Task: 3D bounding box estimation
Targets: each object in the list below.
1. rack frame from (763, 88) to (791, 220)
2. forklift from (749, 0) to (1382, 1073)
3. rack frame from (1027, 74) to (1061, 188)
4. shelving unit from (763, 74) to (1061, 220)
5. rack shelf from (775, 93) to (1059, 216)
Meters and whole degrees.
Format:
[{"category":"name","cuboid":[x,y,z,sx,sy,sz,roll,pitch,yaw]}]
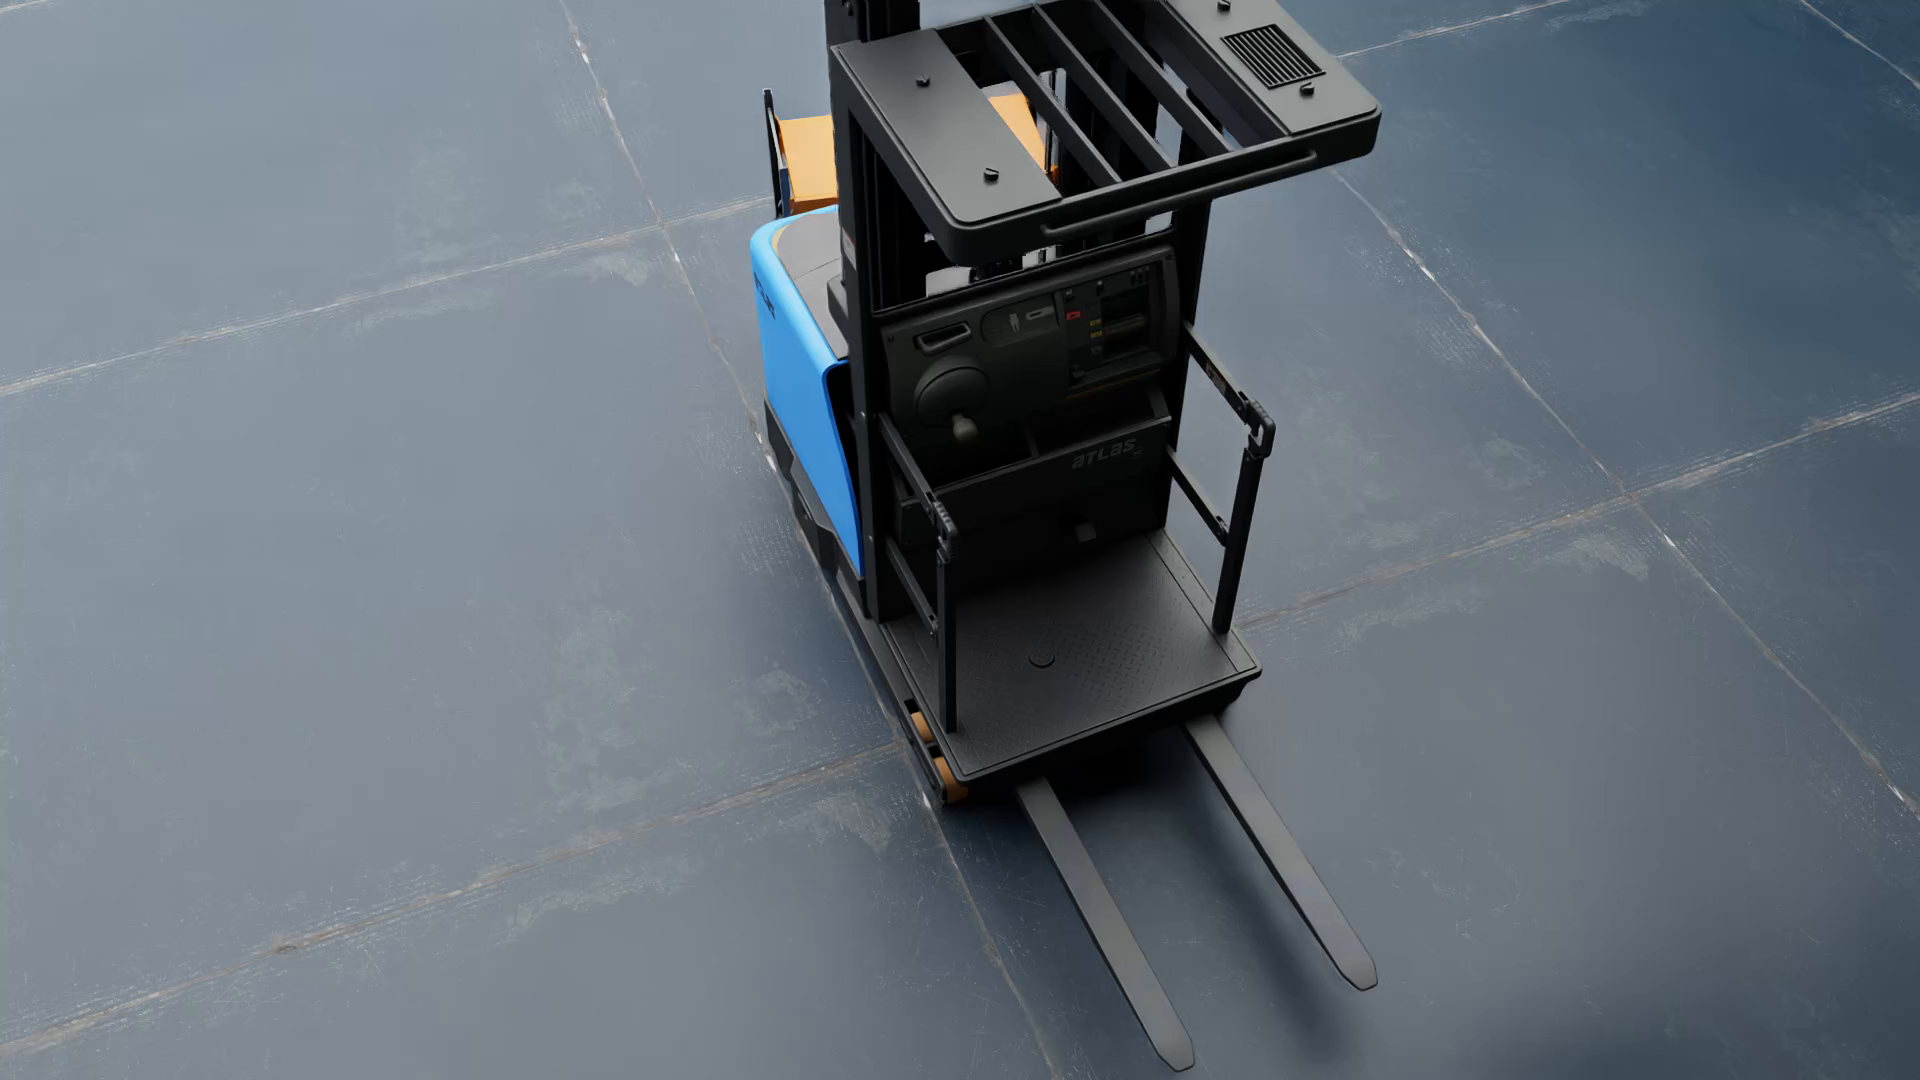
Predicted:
[{"category":"rack frame","cuboid":[-0.674,-1.138,6.485,0.032,1.125,0.500,-9,50,-7]},{"category":"forklift","cuboid":[0.306,-0.466,4.718,1.130,2.935,3.031,-18,52,-15]},{"category":"rack frame","cuboid":[0.323,-1.287,6.614,0.032,1.125,0.500,-9,50,-7]},{"category":"shelving unit","cuboid":[-0.176,-1.212,6.550,1.048,1.125,0.538,-9,50,-7]},{"category":"rack shelf","cuboid":[-0.176,-1.403,6.328,1.000,0.278,0.538,-9,50,-7]}]
